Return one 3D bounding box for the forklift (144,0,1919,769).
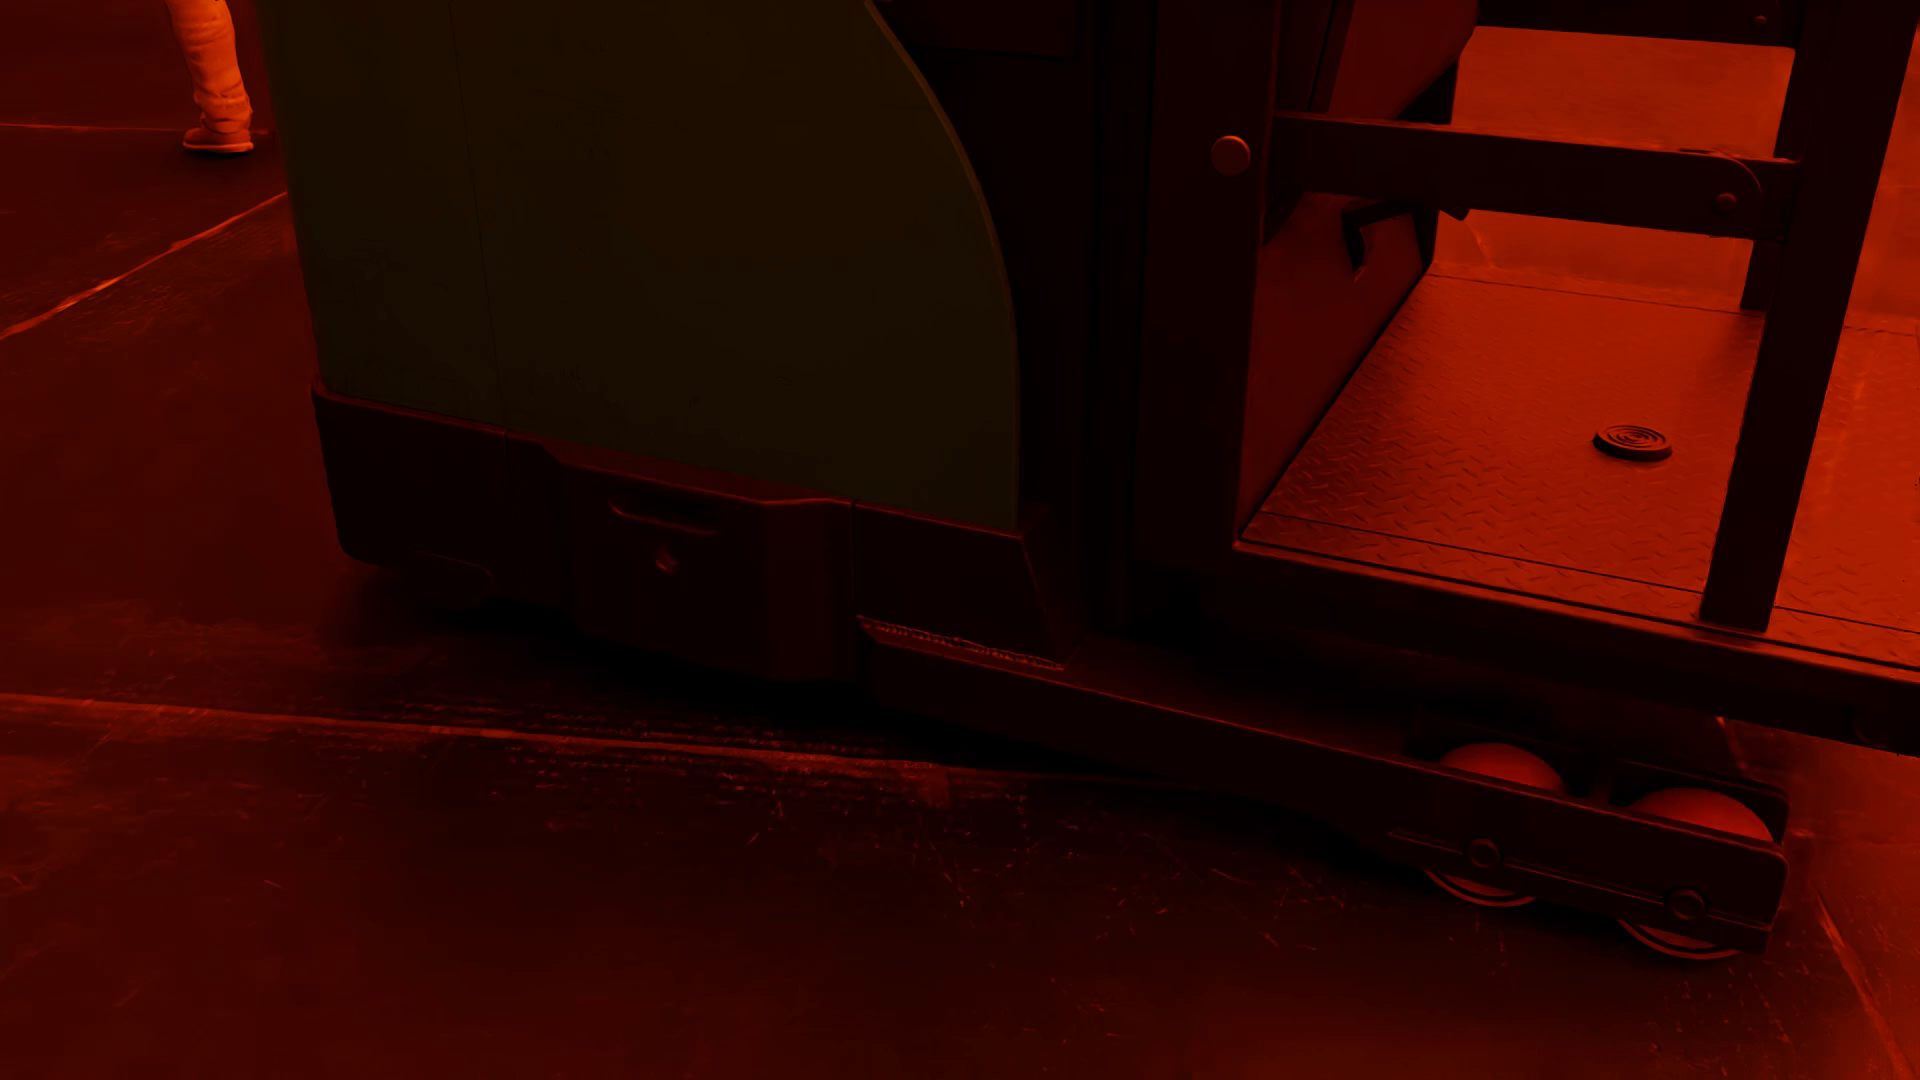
[{"bbox_3d":[0.598,-1.378,1.978,3.031,2.935,1.130,-6,27,-11],"label":"forklift"}]
